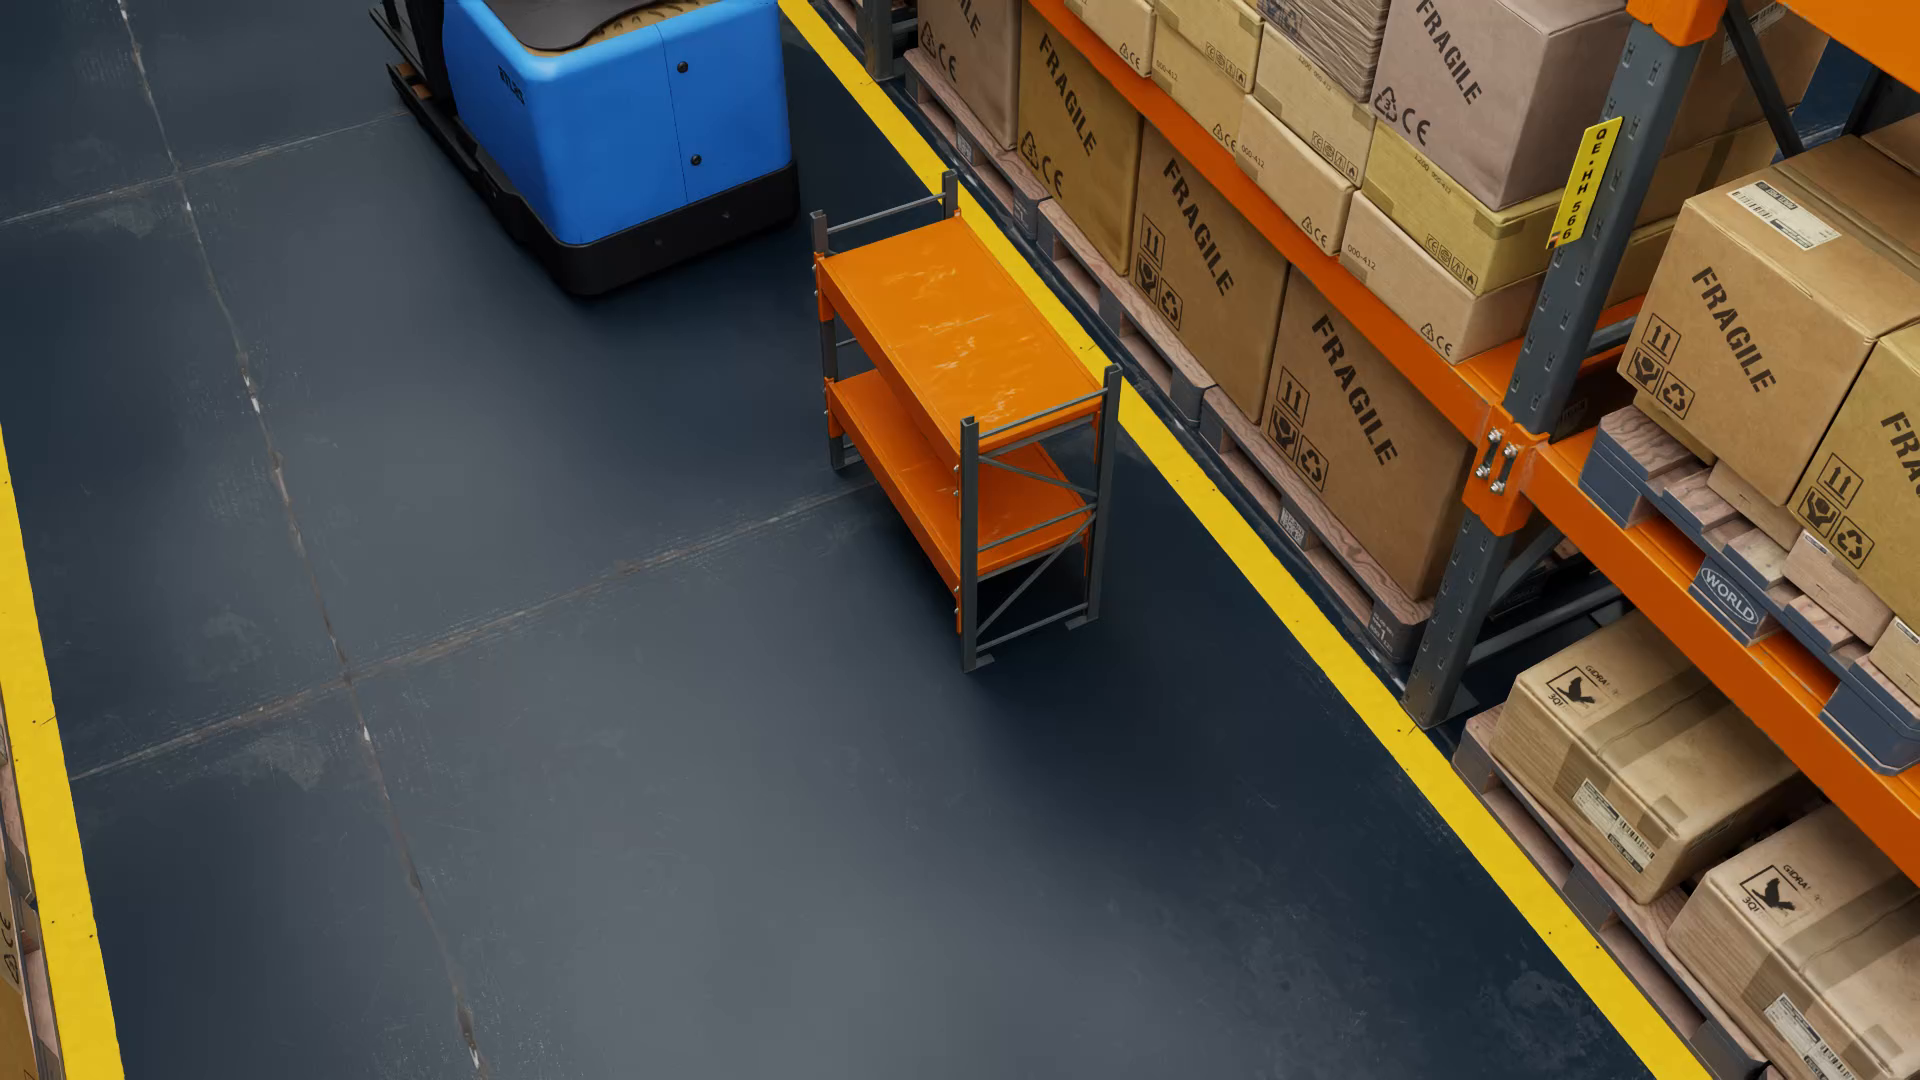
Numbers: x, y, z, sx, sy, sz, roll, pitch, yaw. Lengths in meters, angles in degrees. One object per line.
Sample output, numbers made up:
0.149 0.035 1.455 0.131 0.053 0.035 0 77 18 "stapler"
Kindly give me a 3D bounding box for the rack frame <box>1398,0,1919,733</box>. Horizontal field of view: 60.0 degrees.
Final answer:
1.869 -0.596 4.278 1.000 3.000 0.127 -21 52 -18 "rack frame"

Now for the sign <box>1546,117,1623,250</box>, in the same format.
1.377 -0.783 3.673 0.100 0.325 0.005 -21 52 -18 "sign"

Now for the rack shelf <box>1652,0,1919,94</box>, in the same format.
2.784 -0.008 2.249 1.077 0.370 4.000 -21 52 -18 "rack shelf"

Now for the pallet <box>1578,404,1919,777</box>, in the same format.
2.289 -0.092 3.965 1.213 0.211 1.003 -21 52 -18 "pallet"

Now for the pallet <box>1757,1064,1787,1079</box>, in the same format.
2.779 1.661 4.157 1.003 0.211 1.213 -21 52 -18 "pallet"

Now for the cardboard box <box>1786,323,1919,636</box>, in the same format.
2.113 -0.137 3.334 0.500 0.500 0.500 -19 51 -16 "cardboard box"

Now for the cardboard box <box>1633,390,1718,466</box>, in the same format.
1.852 -0.370 3.968 0.380 0.149 0.250 -24 53 -20 "cardboard box"

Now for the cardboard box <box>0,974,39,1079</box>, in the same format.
-2.583 1.300 4.001 0.500 0.500 0.500 -23 53 -19 "cardboard box"

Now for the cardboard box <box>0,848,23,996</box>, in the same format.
-2.817 0.965 4.295 0.500 0.500 0.500 -21 52 -17 "cardboard box"

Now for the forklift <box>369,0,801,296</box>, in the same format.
-1.897 -3.005 6.431 1.130 2.935 3.031 -27 54 -22 "forklift"

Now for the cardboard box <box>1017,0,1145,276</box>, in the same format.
0.813 -1.722 6.396 0.875 0.875 0.875 -20 52 -16 "cardboard box"

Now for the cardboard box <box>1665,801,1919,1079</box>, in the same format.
2.463 1.004 4.346 0.950 0.372 0.625 -22 52 -18 "cardboard box"

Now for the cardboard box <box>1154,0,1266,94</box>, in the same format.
0.931 -1.625 4.946 0.500 0.250 0.500 -22 53 -18 "cardboard box"

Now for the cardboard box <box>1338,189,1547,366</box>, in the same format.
1.406 -0.795 4.552 0.500 0.250 0.500 -23 53 -19 "cardboard box"

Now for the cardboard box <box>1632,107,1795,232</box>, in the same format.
1.856 -1.135 4.517 0.500 0.250 0.500 -22 52 -18 "cardboard box"

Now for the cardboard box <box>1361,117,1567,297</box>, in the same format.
1.421 -0.947 4.353 0.500 0.250 0.500 -21 52 -18 "cardboard box"

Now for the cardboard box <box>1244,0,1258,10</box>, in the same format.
0.936 -1.889 4.679 0.500 0.500 0.500 -21 52 -17 "cardboard box"

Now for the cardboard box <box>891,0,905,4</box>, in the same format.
-0.154 -3.025 7.826 0.875 0.438 0.875 -22 52 -18 "cardboard box"

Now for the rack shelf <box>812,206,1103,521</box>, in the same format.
-0.003 -0.568 5.110 0.538 0.278 1.000 -21 52 -18 "rack shelf"

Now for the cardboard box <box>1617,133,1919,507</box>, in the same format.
1.869 -0.484 3.637 0.500 0.500 0.500 -23 53 -19 "cardboard box"

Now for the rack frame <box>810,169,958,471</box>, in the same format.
-0.236 -0.715 5.628 0.500 1.125 0.032 -21 52 -18 "rack frame"

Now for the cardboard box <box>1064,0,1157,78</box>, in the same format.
0.684 -1.806 5.436 0.500 0.250 0.500 -22 52 -18 "cardboard box"

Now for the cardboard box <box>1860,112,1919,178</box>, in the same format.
2.324 -0.656 3.788 0.500 0.500 0.500 -23 53 -19 "cardboard box"

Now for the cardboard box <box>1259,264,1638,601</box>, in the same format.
1.626 -0.525 5.349 0.875 0.875 0.875 -22 52 -18 "cardboard box"

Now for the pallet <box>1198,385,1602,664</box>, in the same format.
1.575 -0.231 5.812 1.003 0.211 1.213 -21 52 -18 "pallet"

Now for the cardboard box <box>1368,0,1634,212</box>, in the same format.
1.399 -1.214 4.088 0.500 0.500 0.500 -22 53 -18 "cardboard box"

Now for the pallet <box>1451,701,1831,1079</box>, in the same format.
2.225 0.846 4.870 1.003 0.211 1.213 -21 52 -18 "pallet"

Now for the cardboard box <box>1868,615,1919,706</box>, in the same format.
2.143 0.221 3.451 0.380 0.149 0.250 -21 52 -17 "cardboard box"

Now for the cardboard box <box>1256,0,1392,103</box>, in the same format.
1.157 -1.554 4.386 0.500 0.500 0.500 -20 52 -17 "cardboard box"

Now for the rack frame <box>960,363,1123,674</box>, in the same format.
0.230 -0.035 5.033 0.500 1.125 0.032 -21 52 -18 "rack frame"

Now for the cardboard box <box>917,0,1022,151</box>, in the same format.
0.393 -2.324 6.922 0.875 0.875 0.875 -20 52 -16 "cardboard box"

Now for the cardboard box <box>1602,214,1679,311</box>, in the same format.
1.868 -0.960 4.697 0.500 0.250 0.500 -22 52 -18 "cardboard box"

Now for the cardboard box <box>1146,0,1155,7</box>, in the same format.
0.693 -1.972 5.250 0.500 0.250 0.500 -23 53 -19 "cardboard box"

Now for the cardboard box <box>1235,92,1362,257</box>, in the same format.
1.159 -1.132 4.847 0.500 0.250 0.500 -20 52 -17 "cardboard box"

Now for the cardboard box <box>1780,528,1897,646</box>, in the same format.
2.036 0.030 3.619 0.380 0.149 0.250 -24 53 -20 "cardboard box"

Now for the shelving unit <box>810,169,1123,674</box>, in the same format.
-0.003 -0.375 5.331 0.538 1.125 1.048 -21 52 -18 "shelving unit"

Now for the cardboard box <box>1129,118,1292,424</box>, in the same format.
1.222 -1.124 5.873 0.875 0.875 0.875 -21 52 -17 "cardboard box"

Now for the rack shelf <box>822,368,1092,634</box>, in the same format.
-0.003 -0.214 5.515 0.538 0.278 1.000 -21 52 -18 "rack shelf"

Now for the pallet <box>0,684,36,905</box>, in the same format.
-3.397 0.756 4.948 1.003 0.211 1.213 -21 52 -18 "pallet"

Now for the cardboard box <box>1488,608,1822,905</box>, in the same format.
2.118 0.513 4.775 0.950 0.372 0.625 -24 53 -20 "cardboard box"

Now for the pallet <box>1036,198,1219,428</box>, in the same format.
1.021 -1.047 6.525 1.003 0.211 1.213 -21 52 -18 "pallet"

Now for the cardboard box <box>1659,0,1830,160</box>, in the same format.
1.860 -1.372 4.227 0.500 0.500 0.500 -23 53 -19 "cardboard box"

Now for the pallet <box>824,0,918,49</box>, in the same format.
-0.240 -2.891 8.138 1.003 0.211 1.213 -21 52 -18 "pallet"

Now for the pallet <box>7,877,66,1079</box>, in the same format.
-2.843 1.572 4.235 1.003 0.211 1.213 -21 52 -18 "pallet"

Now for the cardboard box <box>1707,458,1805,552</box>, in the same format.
1.951 -0.169 3.793 0.380 0.149 0.250 -24 53 -20 "cardboard box"

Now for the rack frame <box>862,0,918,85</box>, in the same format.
0.038 -3.273 6.620 1.000 3.000 0.127 -21 52 -18 "rack frame"

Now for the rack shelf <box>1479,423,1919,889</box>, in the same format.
2.784 0.980 3.378 1.077 0.370 4.000 -21 52 -18 "rack shelf"

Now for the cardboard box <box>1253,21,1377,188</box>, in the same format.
1.183 -1.289 4.652 0.500 0.250 0.500 -22 53 -18 "cardboard box"

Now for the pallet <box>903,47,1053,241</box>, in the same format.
0.458 -1.864 7.240 1.003 0.211 1.213 -21 52 -18 "pallet"

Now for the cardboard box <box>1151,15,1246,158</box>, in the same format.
0.942 -1.474 5.146 0.500 0.250 0.500 -22 52 -18 "cardboard box"

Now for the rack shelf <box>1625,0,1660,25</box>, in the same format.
0.953 -2.685 4.591 1.077 0.370 4.000 -21 52 -18 "rack shelf"

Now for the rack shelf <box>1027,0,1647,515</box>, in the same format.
0.953 -1.697 5.720 1.077 0.370 4.000 -21 52 -18 "rack shelf"
